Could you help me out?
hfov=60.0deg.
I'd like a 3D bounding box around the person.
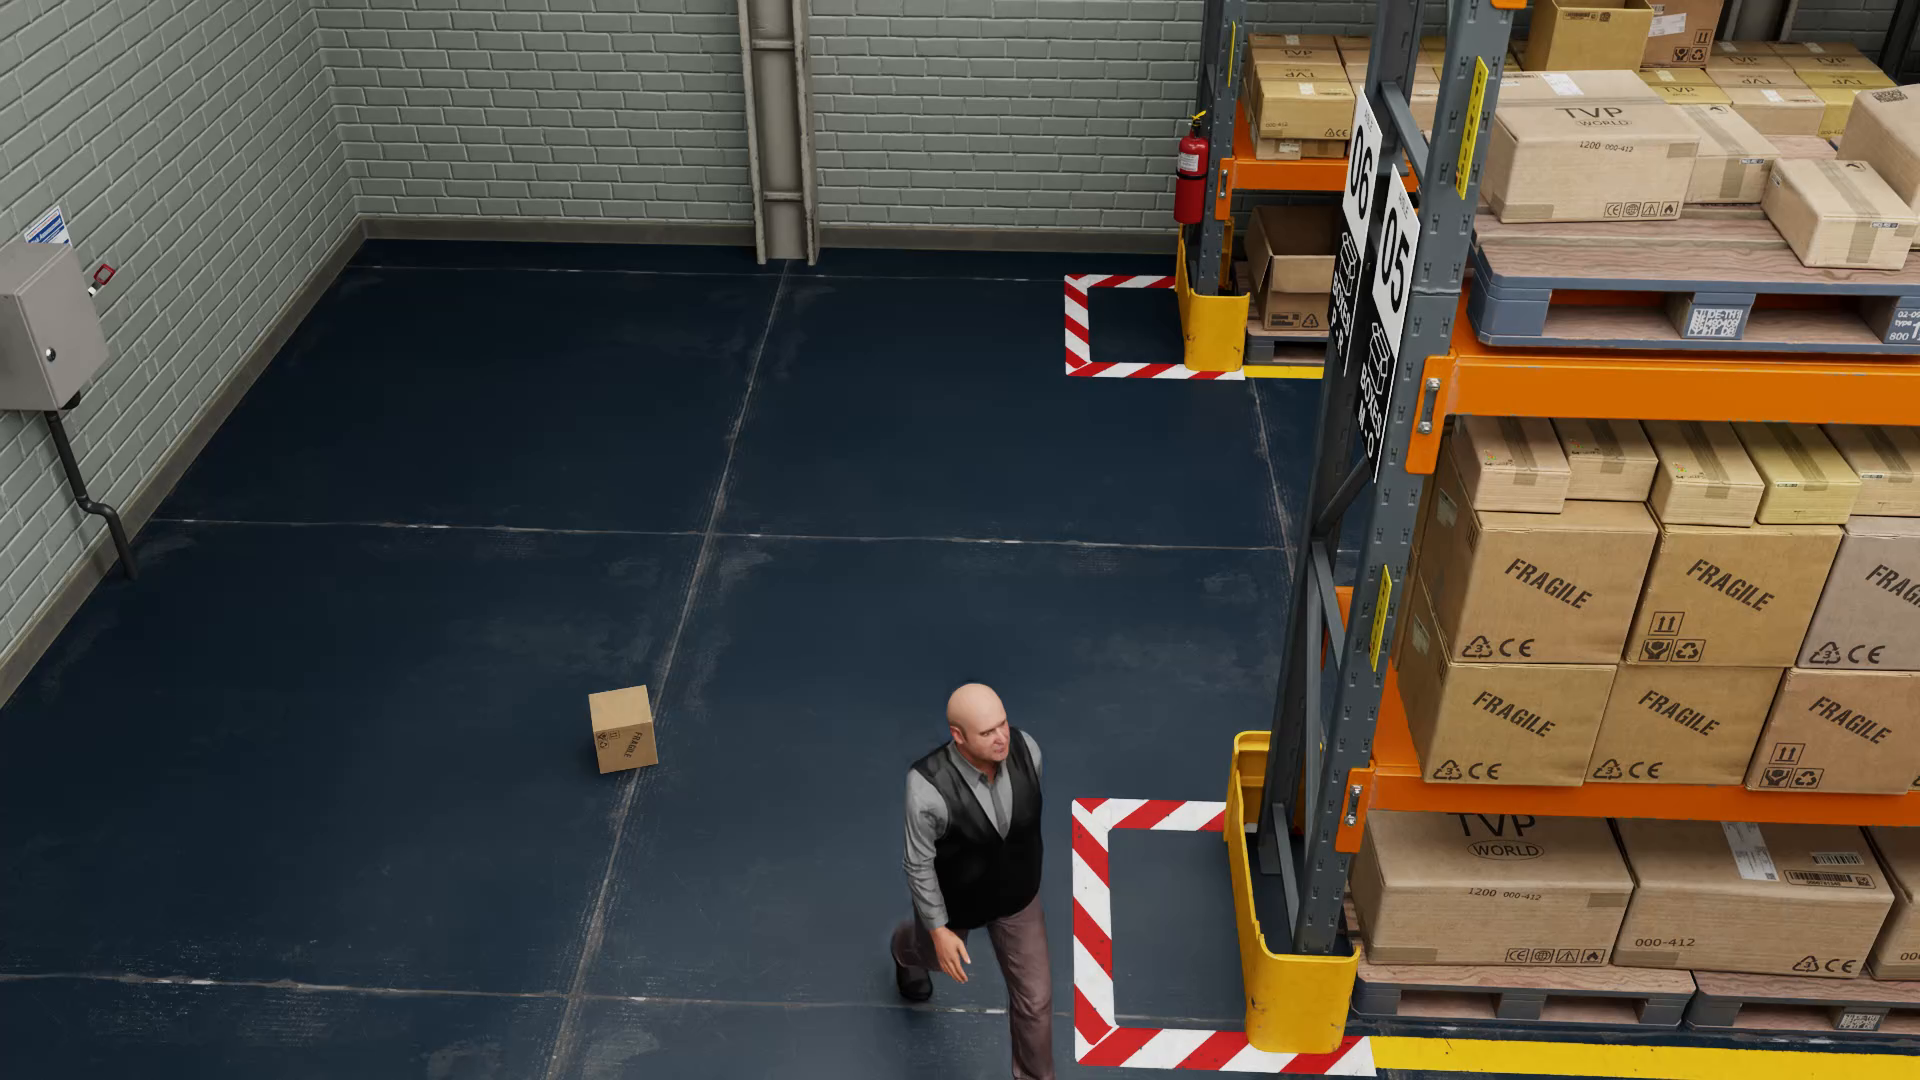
[{"bbox_3d":[0.060,1.167,5.504,0.540,1.676,1.044,-15,38,-21],"label":"person"}]
